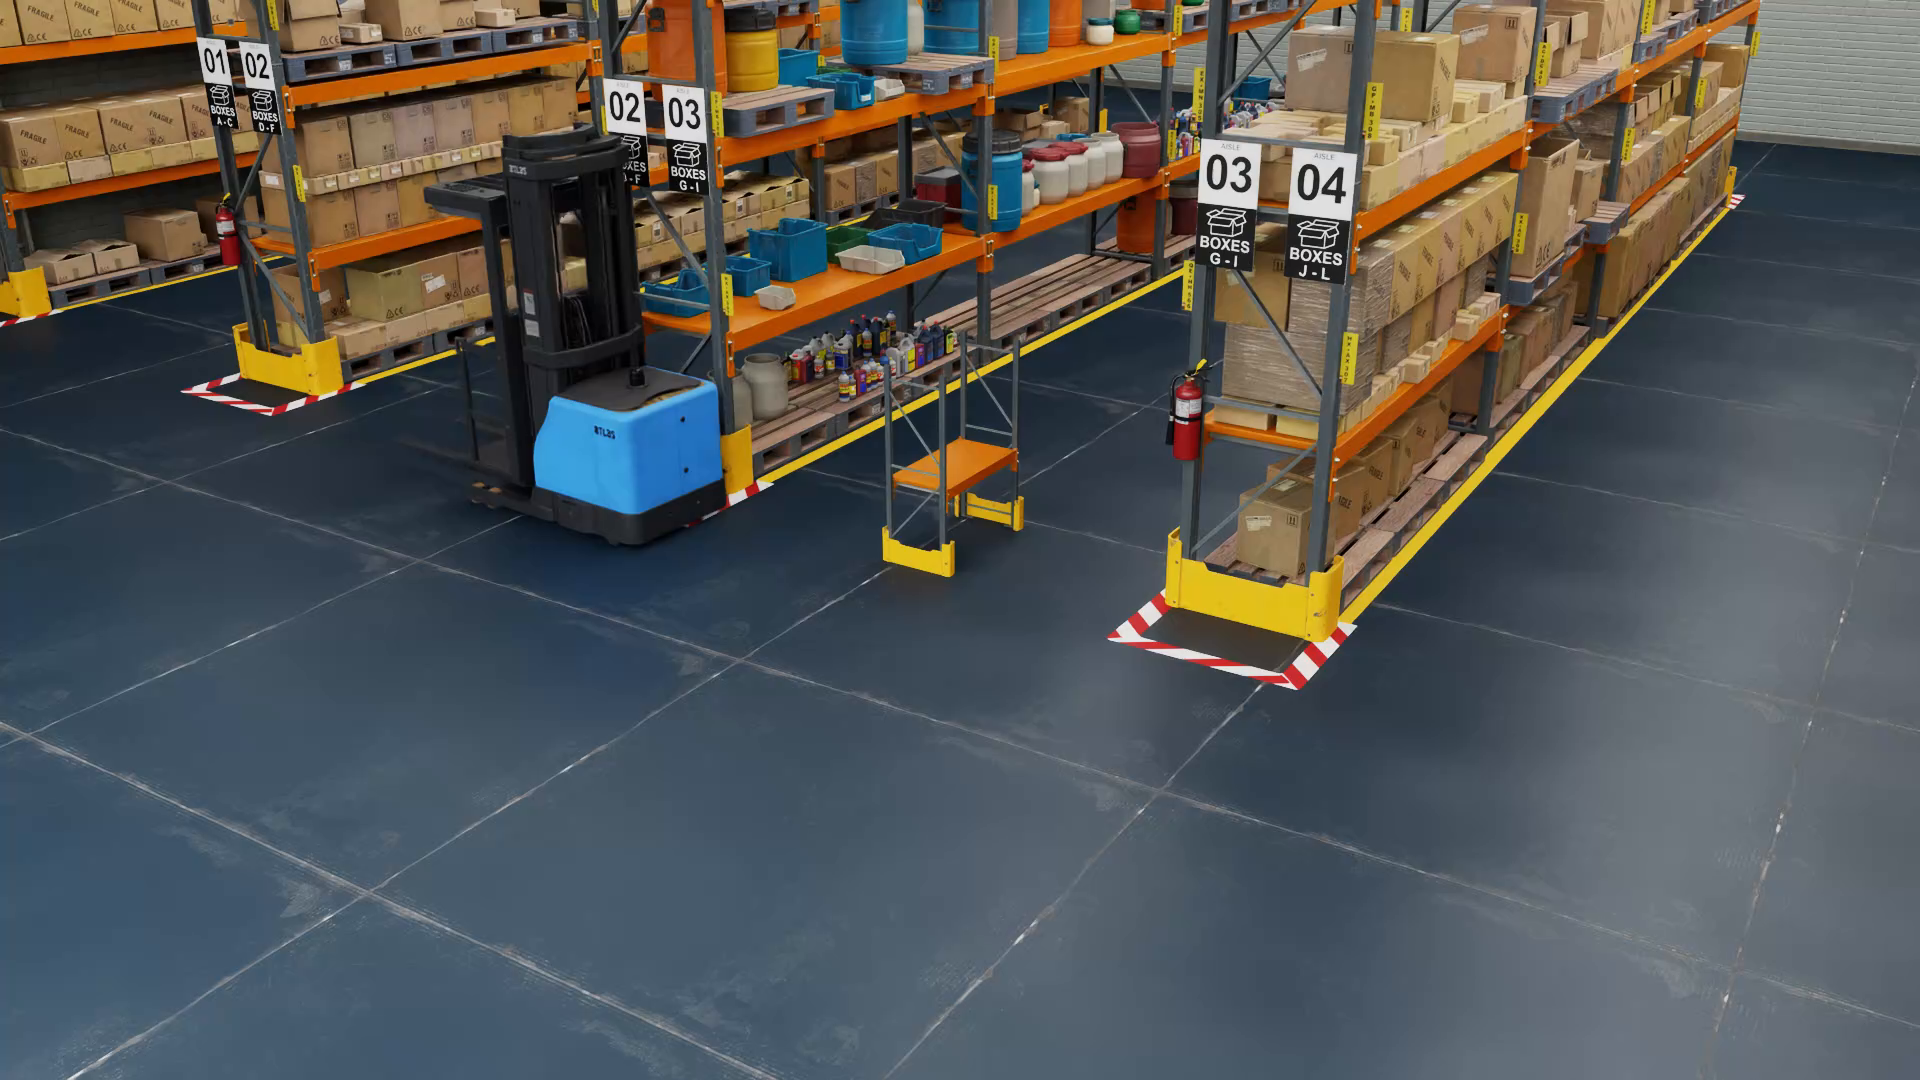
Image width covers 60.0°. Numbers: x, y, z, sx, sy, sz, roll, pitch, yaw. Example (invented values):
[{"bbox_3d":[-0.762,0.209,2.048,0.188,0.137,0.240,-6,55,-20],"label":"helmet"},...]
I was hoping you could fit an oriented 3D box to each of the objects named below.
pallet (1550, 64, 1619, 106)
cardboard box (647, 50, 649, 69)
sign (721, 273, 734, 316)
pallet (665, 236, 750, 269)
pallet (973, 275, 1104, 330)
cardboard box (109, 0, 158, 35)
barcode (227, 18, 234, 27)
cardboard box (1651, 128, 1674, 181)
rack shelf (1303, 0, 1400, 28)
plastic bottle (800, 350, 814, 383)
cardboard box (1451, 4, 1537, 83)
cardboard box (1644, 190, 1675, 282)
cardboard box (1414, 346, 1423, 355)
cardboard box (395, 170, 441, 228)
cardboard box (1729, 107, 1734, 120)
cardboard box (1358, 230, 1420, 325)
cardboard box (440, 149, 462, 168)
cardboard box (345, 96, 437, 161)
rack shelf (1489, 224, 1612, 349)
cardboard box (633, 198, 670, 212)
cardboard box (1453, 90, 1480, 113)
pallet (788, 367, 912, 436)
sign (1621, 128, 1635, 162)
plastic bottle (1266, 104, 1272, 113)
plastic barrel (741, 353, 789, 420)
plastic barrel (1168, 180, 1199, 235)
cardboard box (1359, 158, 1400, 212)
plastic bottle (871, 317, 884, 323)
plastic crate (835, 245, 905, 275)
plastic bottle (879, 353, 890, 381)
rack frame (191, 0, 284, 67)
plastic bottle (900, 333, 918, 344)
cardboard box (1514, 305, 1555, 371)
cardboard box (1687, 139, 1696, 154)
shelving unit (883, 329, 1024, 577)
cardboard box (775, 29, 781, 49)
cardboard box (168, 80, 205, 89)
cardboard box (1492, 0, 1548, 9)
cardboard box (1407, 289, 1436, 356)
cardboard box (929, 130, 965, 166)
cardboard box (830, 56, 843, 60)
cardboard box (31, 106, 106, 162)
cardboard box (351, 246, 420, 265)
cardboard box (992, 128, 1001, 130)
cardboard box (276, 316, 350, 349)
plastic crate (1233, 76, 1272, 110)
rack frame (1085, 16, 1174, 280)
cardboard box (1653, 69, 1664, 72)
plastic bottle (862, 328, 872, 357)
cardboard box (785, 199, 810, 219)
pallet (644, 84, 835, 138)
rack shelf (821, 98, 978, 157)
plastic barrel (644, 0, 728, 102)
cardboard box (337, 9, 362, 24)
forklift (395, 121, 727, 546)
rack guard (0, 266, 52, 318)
[{"bbox_3d":[5.019,-4.020,14.557,1.213,0.211,1.003,14,27,29],"label":"pallet"},{"bbox_3d":[-4.908,-7.648,25.951,0.500,0.500,0.500,14,27,29],"label":"cardboard box"},{"bbox_3d":[-1.794,-1.891,12.830,0.100,0.325,0.005,14,27,29],"label":"sign"},{"bbox_3d":[-3.357,-3.661,20.776,1.003,0.211,1.213,14,27,29],"label":"pallet"},{"bbox_3d":[0.875,-2.638,18.413,1.003,0.211,1.213,14,27,29],"label":"pallet"},{"bbox_3d":[-9.438,-5.984,18.706,0.500,0.500,0.500,16,28,32],"label":"cardboard box"},{"bbox_3d":[-6.716,-4.766,15.313,0.001,0.075,0.075,14,27,29],"label":"barcode"},{"bbox_3d":[7.727,-4.380,18.803,0.500,0.500,0.500,14,27,28],"label":"cardboard box"},{"bbox_3d":[5.126,-7.652,23.616,1.077,0.370,4.000,14,27,29],"label":"rack shelf"},{"bbox_3d":[-1.416,-1.605,15.383,0.061,0.283,0.133,14,27,29],"label":"plastic bottle"},{"bbox_3d":[4.038,-3.776,12.627,0.500,0.500,0.500,13,27,27],"label":"cardboard box"},{"bbox_3d":[7.487,-3.589,19.246,1.225,0.875,0.875,13,27,27],"label":"cardboard box"},{"bbox_3d":[3.194,-1.372,12.295,0.380,0.149,0.250,14,27,29],"label":"cardboard box"},{"bbox_3d":[-5.668,-3.465,16.689,0.700,0.500,0.500,14,27,29],"label":"cardboard box"},{"bbox_3d":[10.211,-5.766,22.444,0.380,0.149,0.250,14,27,29],"label":"cardboard box"},{"bbox_3d":[2.740,-1.780,11.163,0.500,0.500,0.500,14,27,29],"label":"cardboard box"},{"bbox_3d":[-5.264,-3.870,16.806,0.380,0.149,0.250,14,27,29],"label":"cardboard box"},{"bbox_3d":[-5.642,-4.083,16.483,0.700,0.500,0.500,14,27,29],"label":"cardboard box"},{"bbox_3d":[5.114,-2.538,15.578,1.077,0.370,4.000,14,27,29],"label":"rack shelf"},{"bbox_3d":[-3.851,-4.000,20.276,0.500,0.311,0.500,14,27,29],"label":"cardboard box"},{"bbox_3d":[3.533,-3.169,12.042,0.380,0.149,0.250,15,28,31],"label":"cardboard box"},{"bbox_3d":[-1.181,-1.320,15.369,1.003,0.211,1.213,14,27,29],"label":"pallet"},{"bbox_3d":[6.635,-3.927,16.524,0.100,0.325,0.005,14,27,29],"label":"sign"},{"bbox_3d":[4.054,-5.589,21.867,0.061,0.283,0.133,14,27,29],"label":"plastic bottle"},{"bbox_3d":[-1.712,-1.339,14.506,0.421,0.512,0.421,0,23,0],"label":"plastic barrel"},{"bbox_3d":[2.800,-4.217,21.057,0.600,0.588,0.708,14,27,29],"label":"plastic barrel"},{"bbox_3d":[2.422,-2.259,10.441,0.500,0.250,0.500,15,27,30],"label":"cardboard box"},{"bbox_3d":[-0.837,-2.052,16.425,0.152,0.276,0.135,15,28,31],"label":"plastic bottle"},{"bbox_3d":[-0.790,-2.509,14.937,0.530,0.136,0.437,14,27,29],"label":"plastic crate"},{"bbox_3d":[-0.697,-1.595,15.375,0.097,0.271,0.097,0,23,0],"label":"plastic bottle"},{"bbox_3d":[-6.465,-5.673,14.363,1.000,3.000,0.127,14,27,29],"label":"rack frame"},{"bbox_3d":[-0.484,-1.863,15.988,0.152,0.276,0.135,14,27,29],"label":"plastic bottle"},{"bbox_3d":[5.257,-1.985,15.987,0.700,0.500,0.500,16,28,33],"label":"cardboard box"},{"bbox_3d":[8.717,-4.808,20.232,0.380,0.149,0.250,14,27,29],"label":"cardboard box"},{"bbox_3d":[-0.040,-0.663,12.228,0.587,1.500,1.083,14,27,29],"label":"shelving unit"},{"bbox_3d":[-3.656,-8.570,28.228,0.980,0.700,0.700,13,27,28],"label":"cardboard box"},{"bbox_3d":[-9.267,-5.303,20.279,0.500,0.500,0.500,14,27,29],"label":"cardboard box"},{"bbox_3d":[5.172,-4.748,15.248,0.500,0.500,0.500,13,27,27],"label":"cardboard box"},{"bbox_3d":[2.998,-1.725,12.294,0.875,0.500,0.500,14,27,29],"label":"cardboard box"},{"bbox_3d":[-0.152,-5.798,24.797,0.500,0.500,0.500,14,27,29],"label":"cardboard box"},{"bbox_3d":[-1.364,-6.364,22.855,0.700,0.500,0.500,20,31,39],"label":"cardboard box"},{"bbox_3d":[-9.899,-4.504,18.434,0.500,0.500,0.500,14,27,29],"label":"cardboard box"},{"bbox_3d":[-5.920,-2.779,17.218,0.500,0.500,0.500,14,27,29],"label":"cardboard box"},{"bbox_3d":[0.320,-6.443,26.524,0.500,0.311,0.500,14,27,29],"label":"cardboard box"},{"bbox_3d":[-6.433,-2.094,16.579,0.500,0.250,0.500,14,27,29],"label":"cardboard box"},{"bbox_3d":[4.027,-6.180,23.031,0.392,0.384,0.575,14,27,29],"label":"plastic crate"},{"bbox_3d":[1.961,-4.581,19.392,1.000,3.000,0.127,14,27,29],"label":"rack frame"},{"bbox_3d":[8.294,-5.516,20.422,0.500,0.500,0.500,15,27,30],"label":"cardboard box"},{"bbox_3d":[-0.901,-1.921,16.128,0.097,0.271,0.097,0,23,0],"label":"plastic bottle"},{"bbox_3d":[-2.316,-4.322,21.727,0.500,0.250,0.500,15,27,30],"label":"cardboard box"},{"bbox_3d":[-1.740,-3.429,13.194,1.003,0.211,1.213,14,27,29],"label":"pallet"},{"bbox_3d":[-1.190,-5.965,23.495,1.077,0.370,4.000,14,27,29],"label":"rack shelf"},{"bbox_3d":[-2.111,-3.838,12.830,0.600,0.830,0.708,14,27,29],"label":"plastic barrel"},{"bbox_3d":[-6.082,-4.929,15.903,0.500,0.250,0.500,14,27,29],"label":"cardboard box"},{"bbox_3d":[-3.325,-1.745,12.926,3.031,2.935,1.130,16,28,32],"label":"forklift"},{"bbox_3d":[-10.636,-2.835,18.506,1.175,0.500,0.348,14,27,29],"label":"rack guard"}]
